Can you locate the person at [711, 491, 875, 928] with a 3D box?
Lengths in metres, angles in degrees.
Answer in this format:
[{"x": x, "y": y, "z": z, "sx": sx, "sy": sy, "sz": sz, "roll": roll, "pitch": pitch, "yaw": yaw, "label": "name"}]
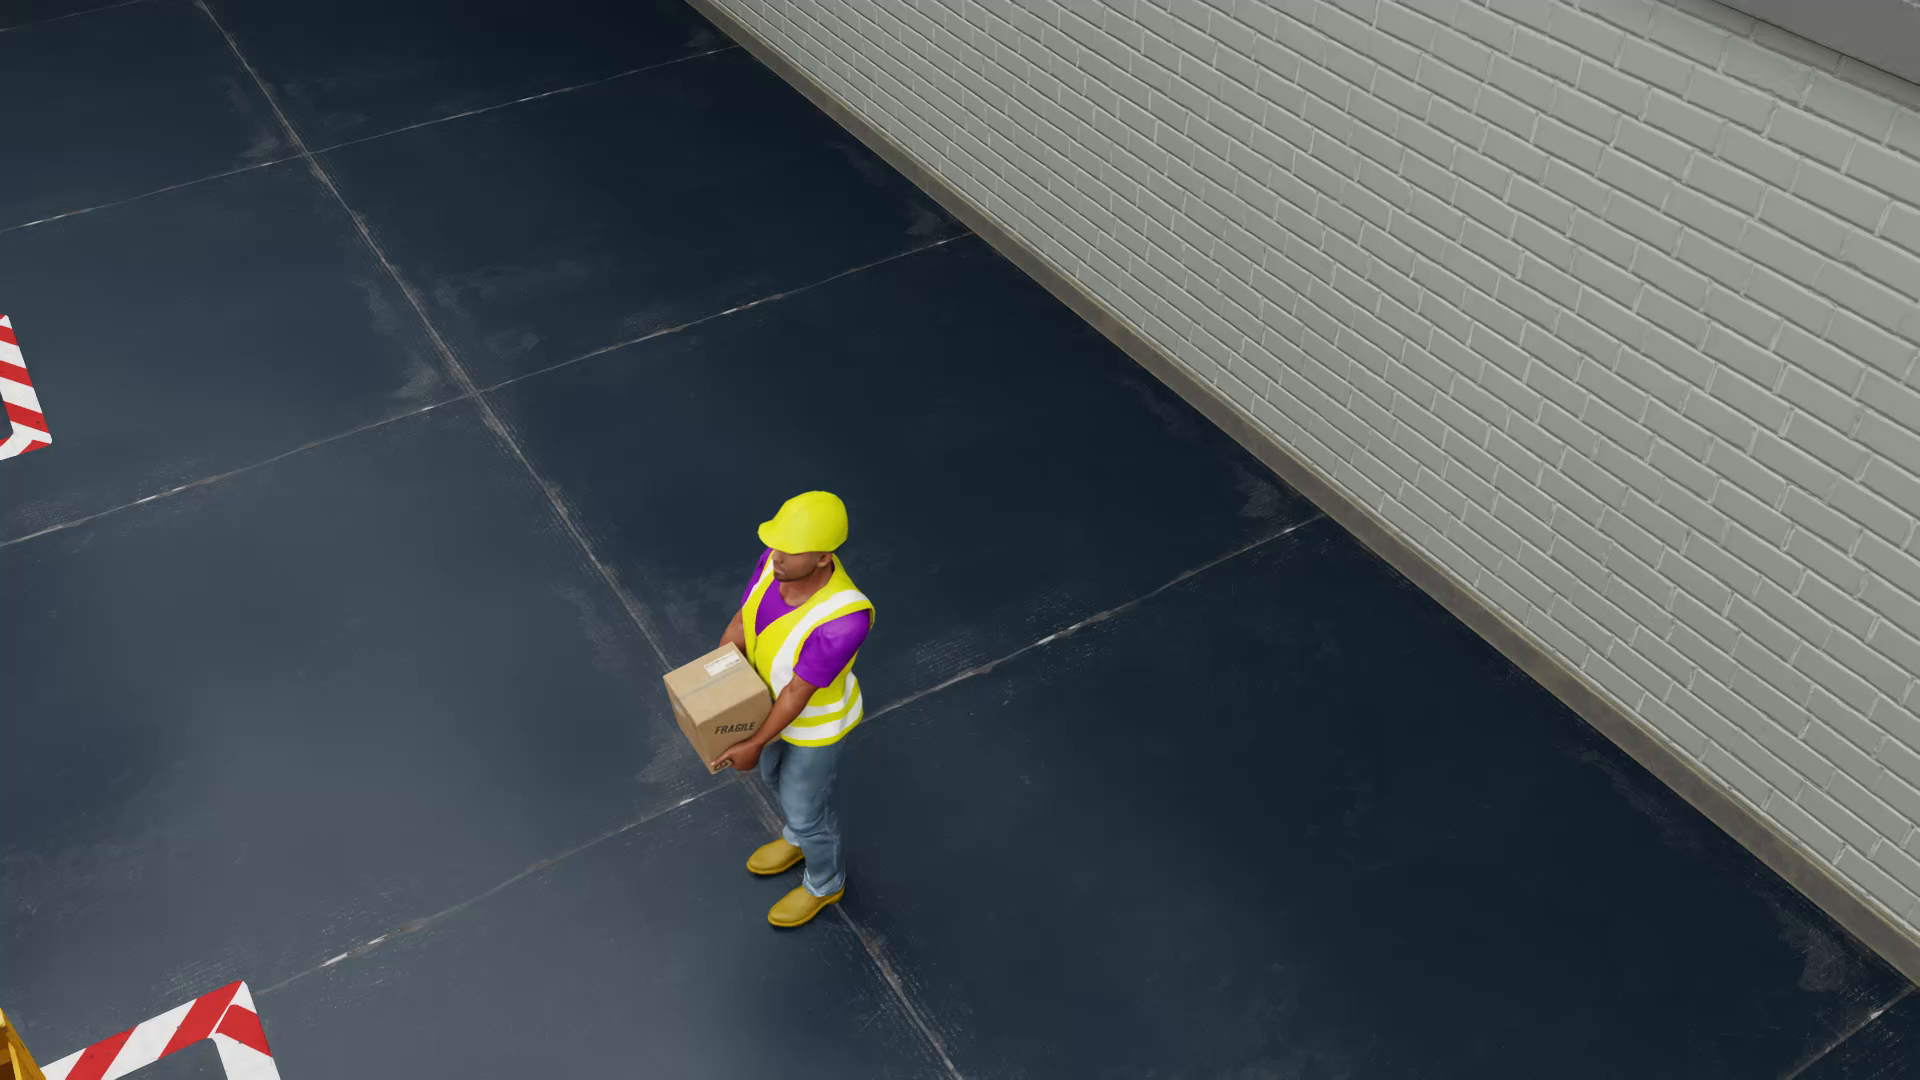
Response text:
[{"x": -0.594, "y": 0.595, "z": 5.448, "sx": 0.587, "sy": 1.761, "sz": 0.502, "roll": -22, "pitch": 45, "yaw": -24, "label": "person"}]
